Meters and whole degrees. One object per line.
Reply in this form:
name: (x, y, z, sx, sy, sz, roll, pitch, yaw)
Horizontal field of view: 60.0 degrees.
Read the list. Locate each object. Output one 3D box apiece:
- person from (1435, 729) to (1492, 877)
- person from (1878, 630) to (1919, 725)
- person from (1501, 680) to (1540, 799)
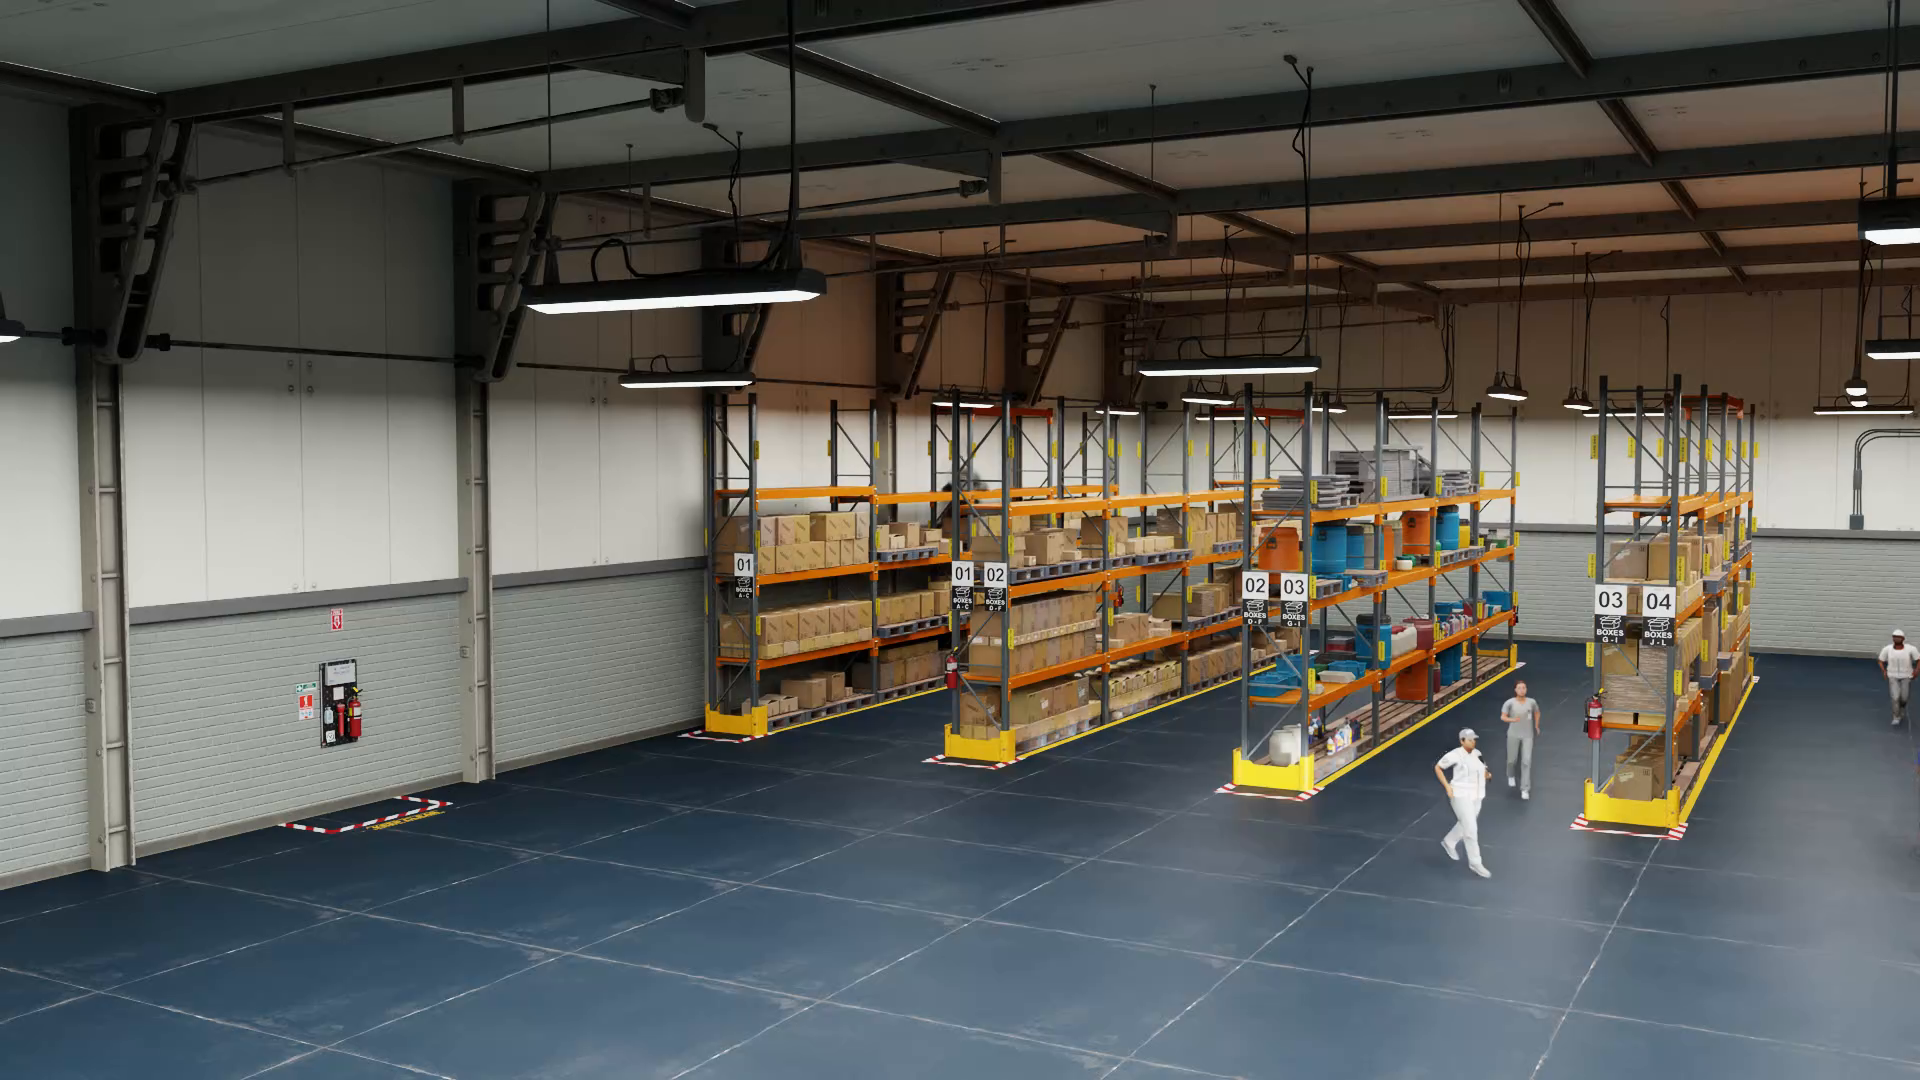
person: (6.035, 3.080, 19.815, 0.598, 1.676, 0.919, -2, 4, -29)
person: (17.151, 2.504, 30.366, 0.698, 1.729, 0.546, 2, 4, 33)
person: (8.110, 2.846, 24.053, 0.568, 1.648, 0.967, 1, 3, 12)
